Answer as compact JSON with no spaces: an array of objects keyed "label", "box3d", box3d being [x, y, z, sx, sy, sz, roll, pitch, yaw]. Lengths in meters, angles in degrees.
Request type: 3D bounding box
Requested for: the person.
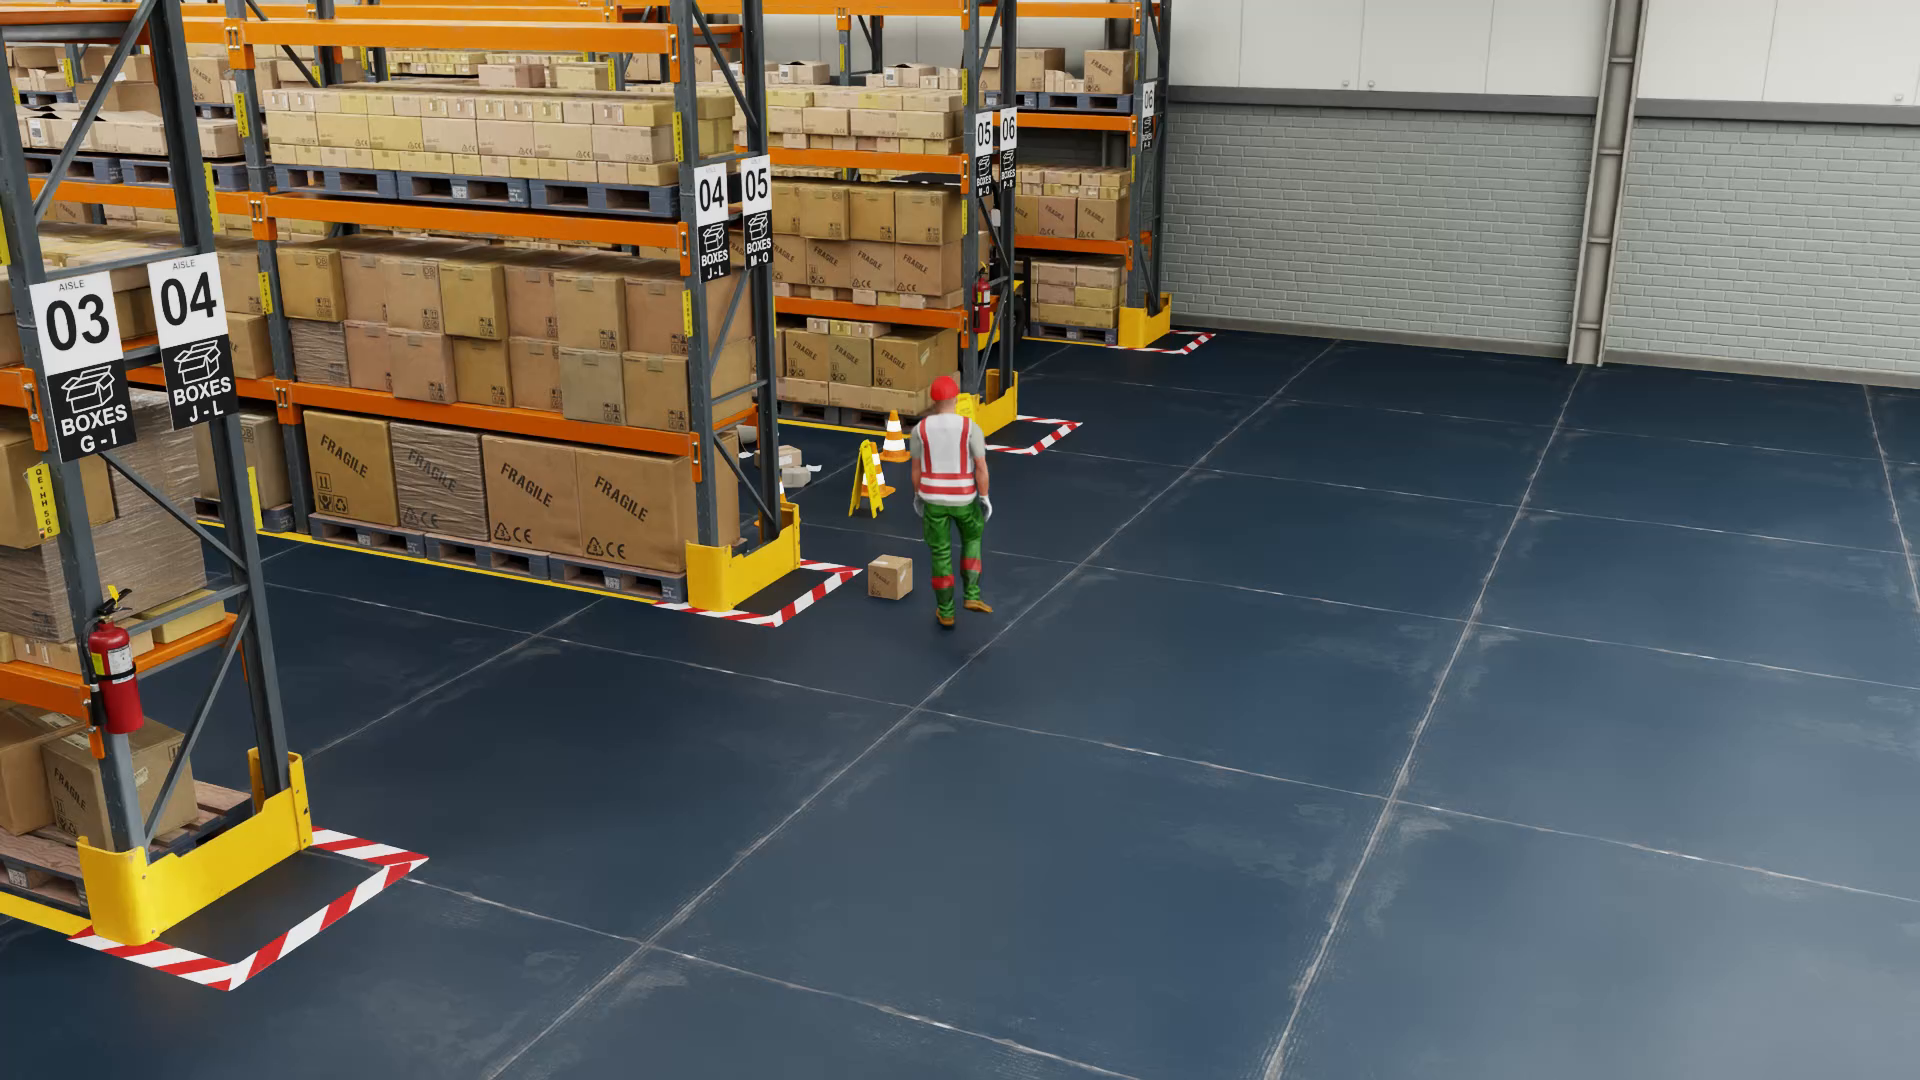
[{"label":"person","box3d":[-0.066,-0.292,11.813,0.581,1.775,0.444,0,19,0]}]
